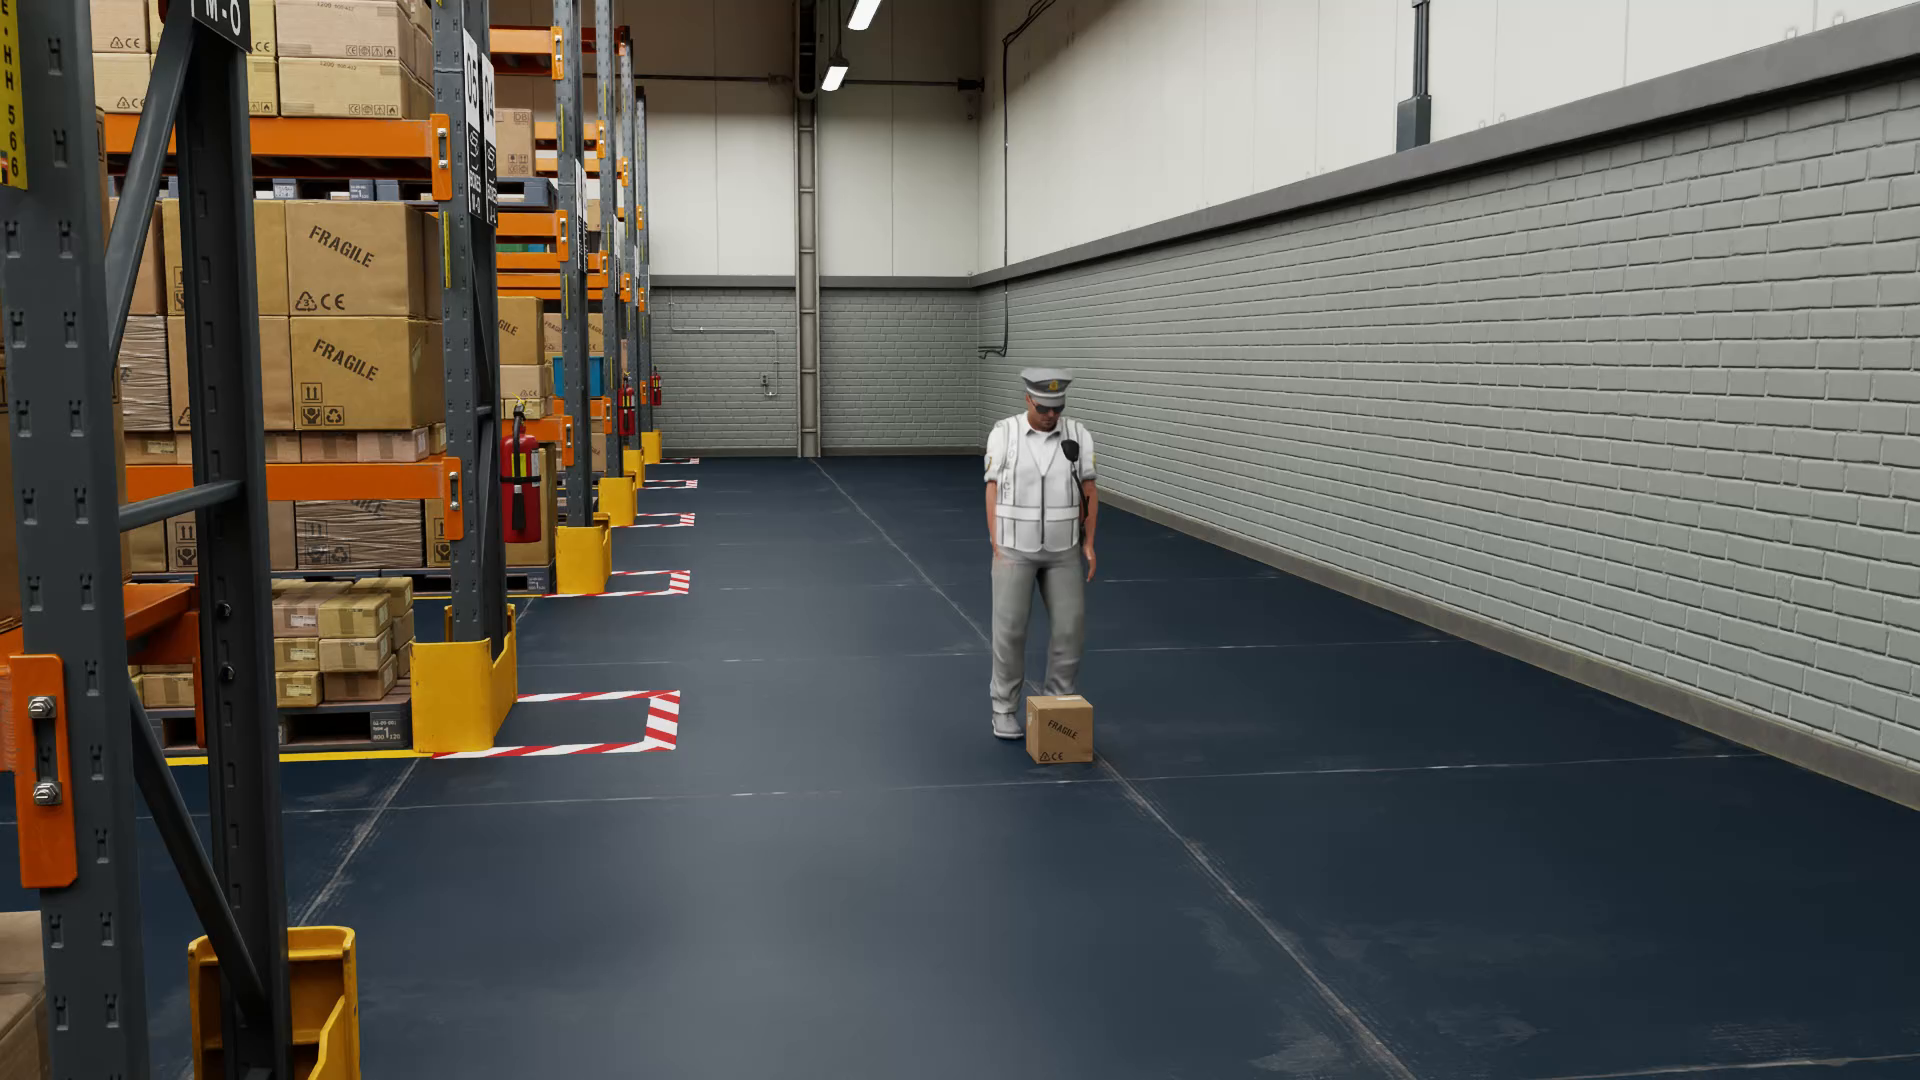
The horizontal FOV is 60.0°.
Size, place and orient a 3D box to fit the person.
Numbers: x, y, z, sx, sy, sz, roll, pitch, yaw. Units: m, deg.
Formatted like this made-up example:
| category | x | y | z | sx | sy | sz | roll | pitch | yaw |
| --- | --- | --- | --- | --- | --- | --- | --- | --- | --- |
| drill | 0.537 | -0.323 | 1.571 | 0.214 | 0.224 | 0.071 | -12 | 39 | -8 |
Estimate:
| category | x | y | z | sx | sy | sz | roll | pitch | yaw |
| --- | --- | --- | --- | --- | --- | --- | --- | --- | --- |
| person | 0.386 | 0.056 | 7.833 | 0.540 | 1.729 | 0.407 | -1 | 6 | -7 |
